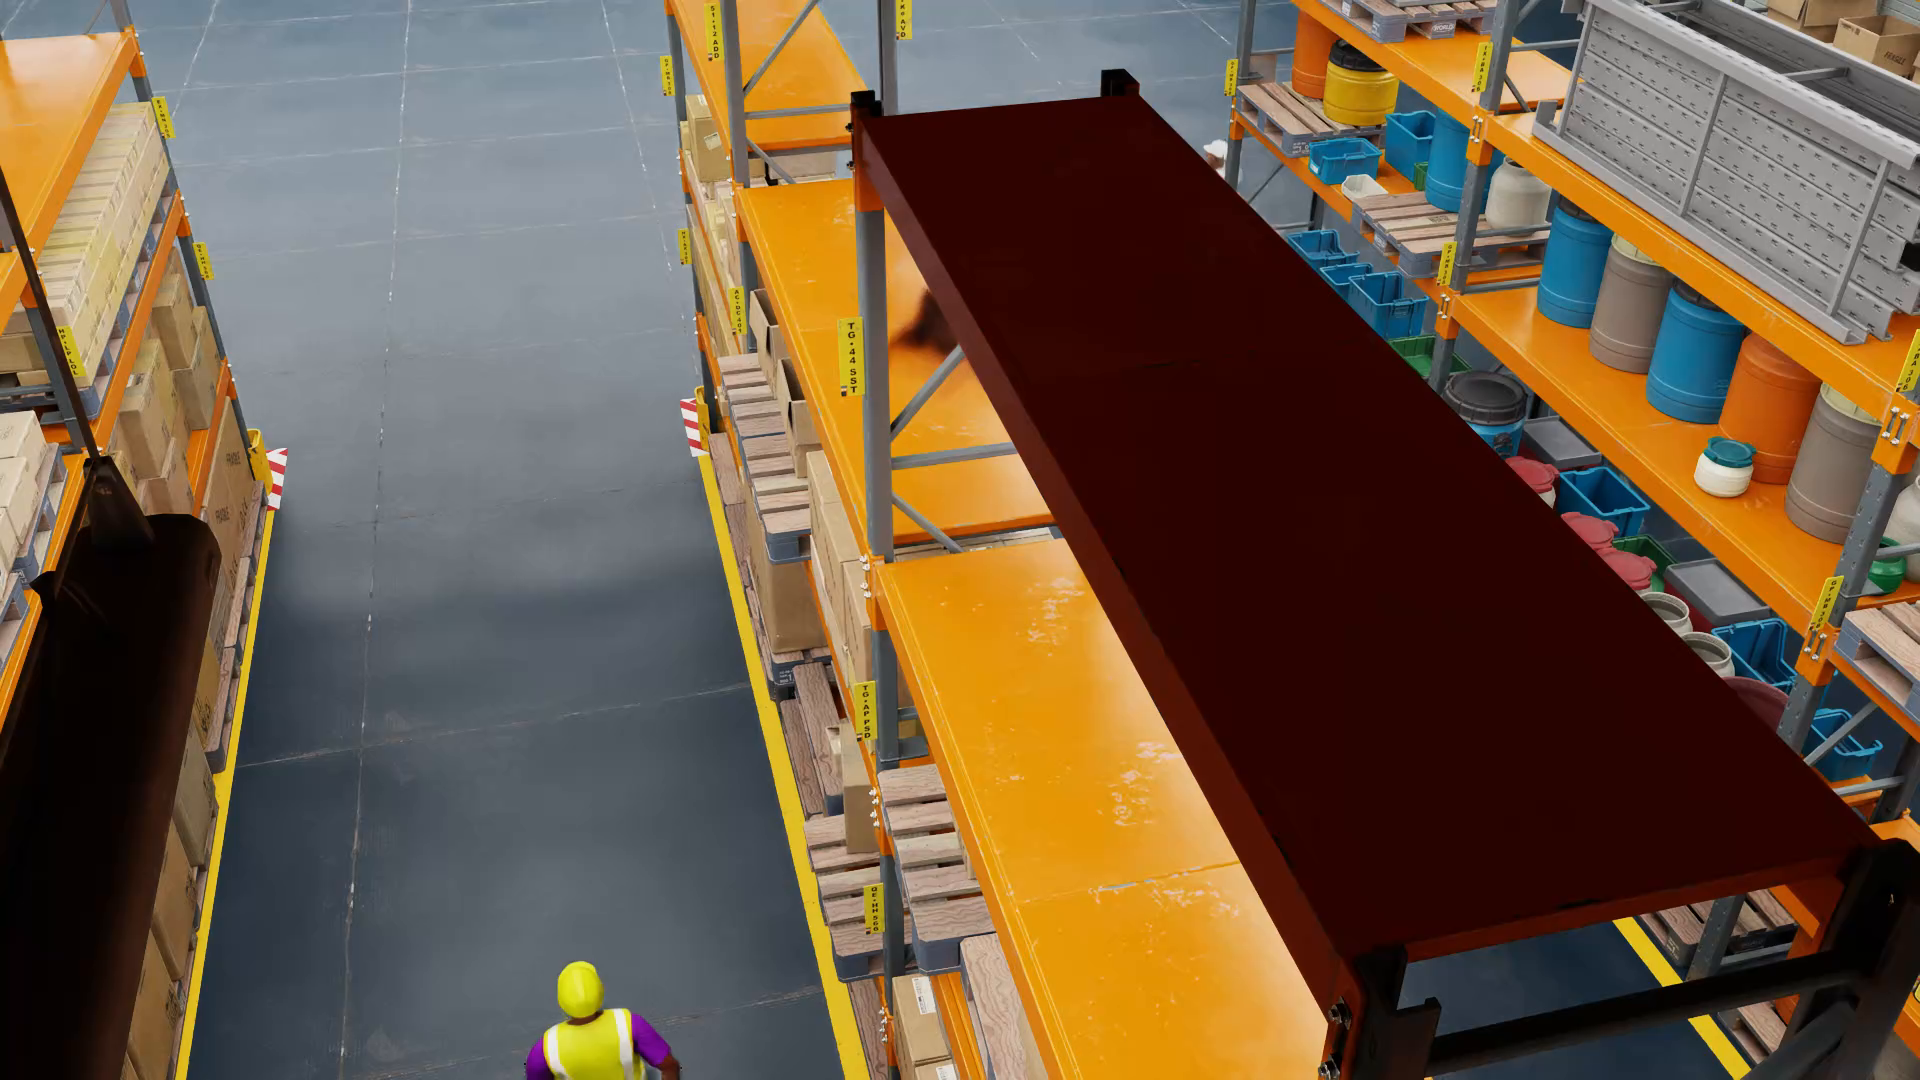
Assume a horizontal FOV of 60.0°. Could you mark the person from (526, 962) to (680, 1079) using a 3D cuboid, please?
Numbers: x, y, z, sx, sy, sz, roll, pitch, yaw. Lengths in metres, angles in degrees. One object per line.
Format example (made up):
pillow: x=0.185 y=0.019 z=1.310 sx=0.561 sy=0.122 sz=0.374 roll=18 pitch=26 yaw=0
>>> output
person: x=-1.730 y=2.709 z=8.120 sx=0.680 sy=1.770 sz=0.721 roll=-14 pitch=37 yaw=-19

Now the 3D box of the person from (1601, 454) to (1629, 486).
person: x=5.453 y=-0.882 z=13.836 sx=0.640 sy=1.789 sz=0.669 roll=-15 pitch=37 yaw=-21

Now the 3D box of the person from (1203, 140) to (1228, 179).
person: x=2.613 y=-3.323 z=17.420 sx=0.689 sy=1.803 sz=0.723 roll=14 pitch=37 yaw=19
